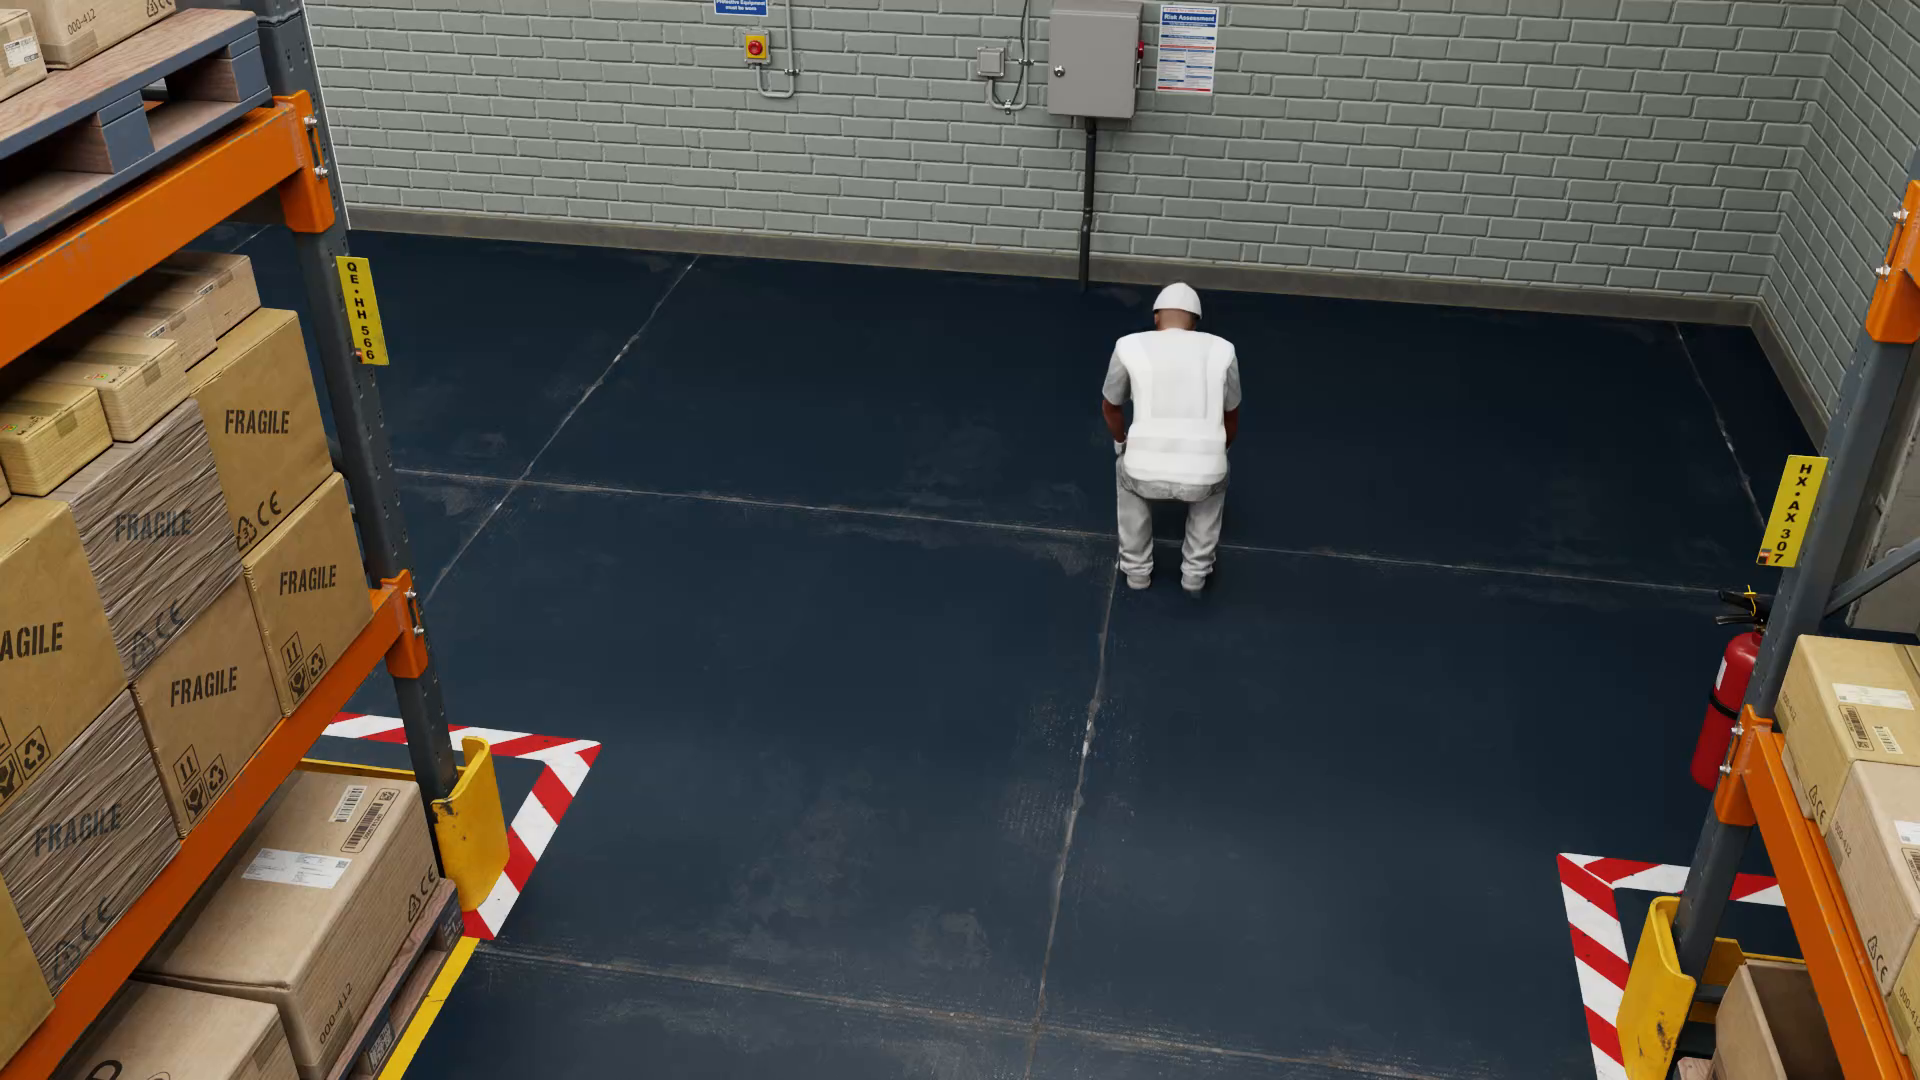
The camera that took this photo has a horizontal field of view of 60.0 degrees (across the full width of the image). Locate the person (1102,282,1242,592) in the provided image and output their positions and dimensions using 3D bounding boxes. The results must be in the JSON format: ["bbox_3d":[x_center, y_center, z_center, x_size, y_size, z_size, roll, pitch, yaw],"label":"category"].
[{"bbox_3d":[0.903,-0.410,7.263,0.607,1.264,0.833,5,32,8],"label":"person"}]
